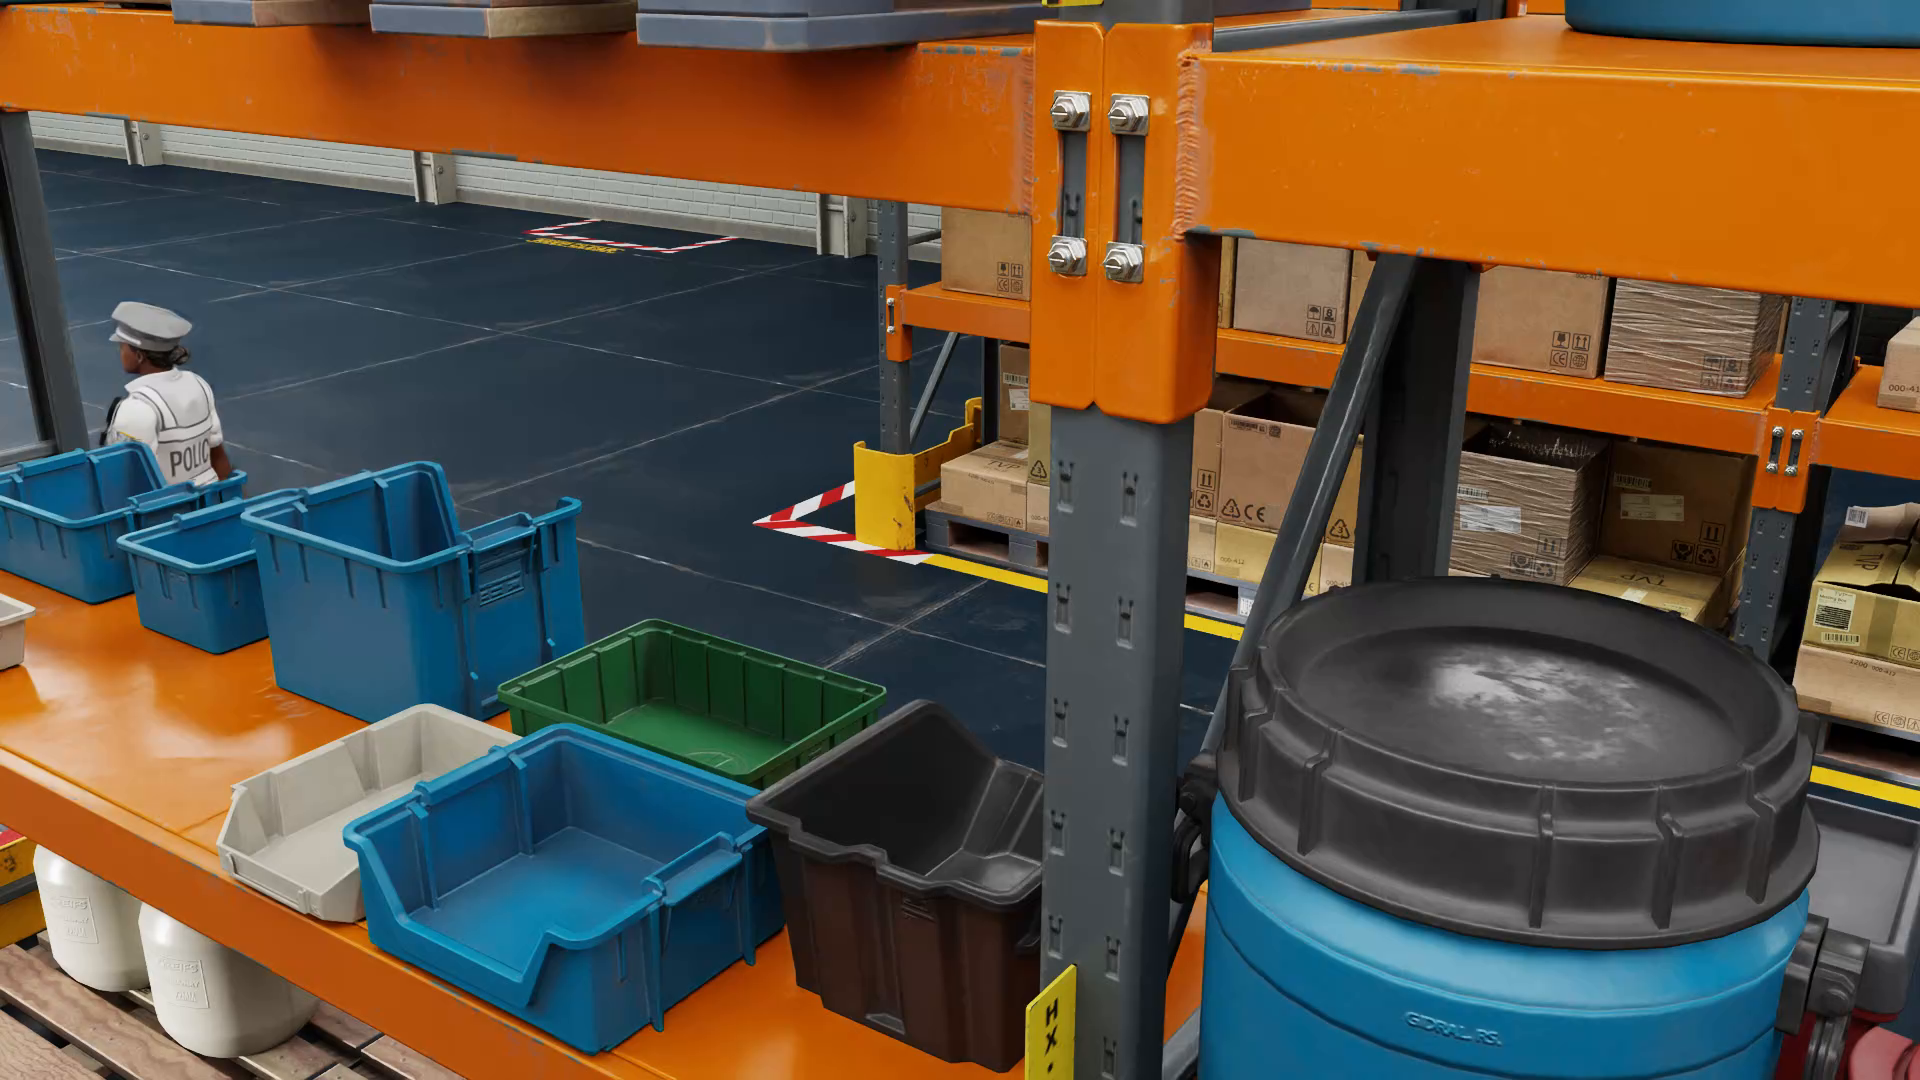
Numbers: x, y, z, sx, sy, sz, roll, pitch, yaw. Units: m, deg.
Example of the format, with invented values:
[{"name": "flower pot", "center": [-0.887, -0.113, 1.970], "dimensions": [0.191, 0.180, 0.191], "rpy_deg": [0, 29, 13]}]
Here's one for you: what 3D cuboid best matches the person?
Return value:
[{"name": "person", "center": [-2.965, -0.045, 6.129], "dimensions": [0.793, 1.686, 0.462], "rpy_deg": [2, 20, 6]}]
